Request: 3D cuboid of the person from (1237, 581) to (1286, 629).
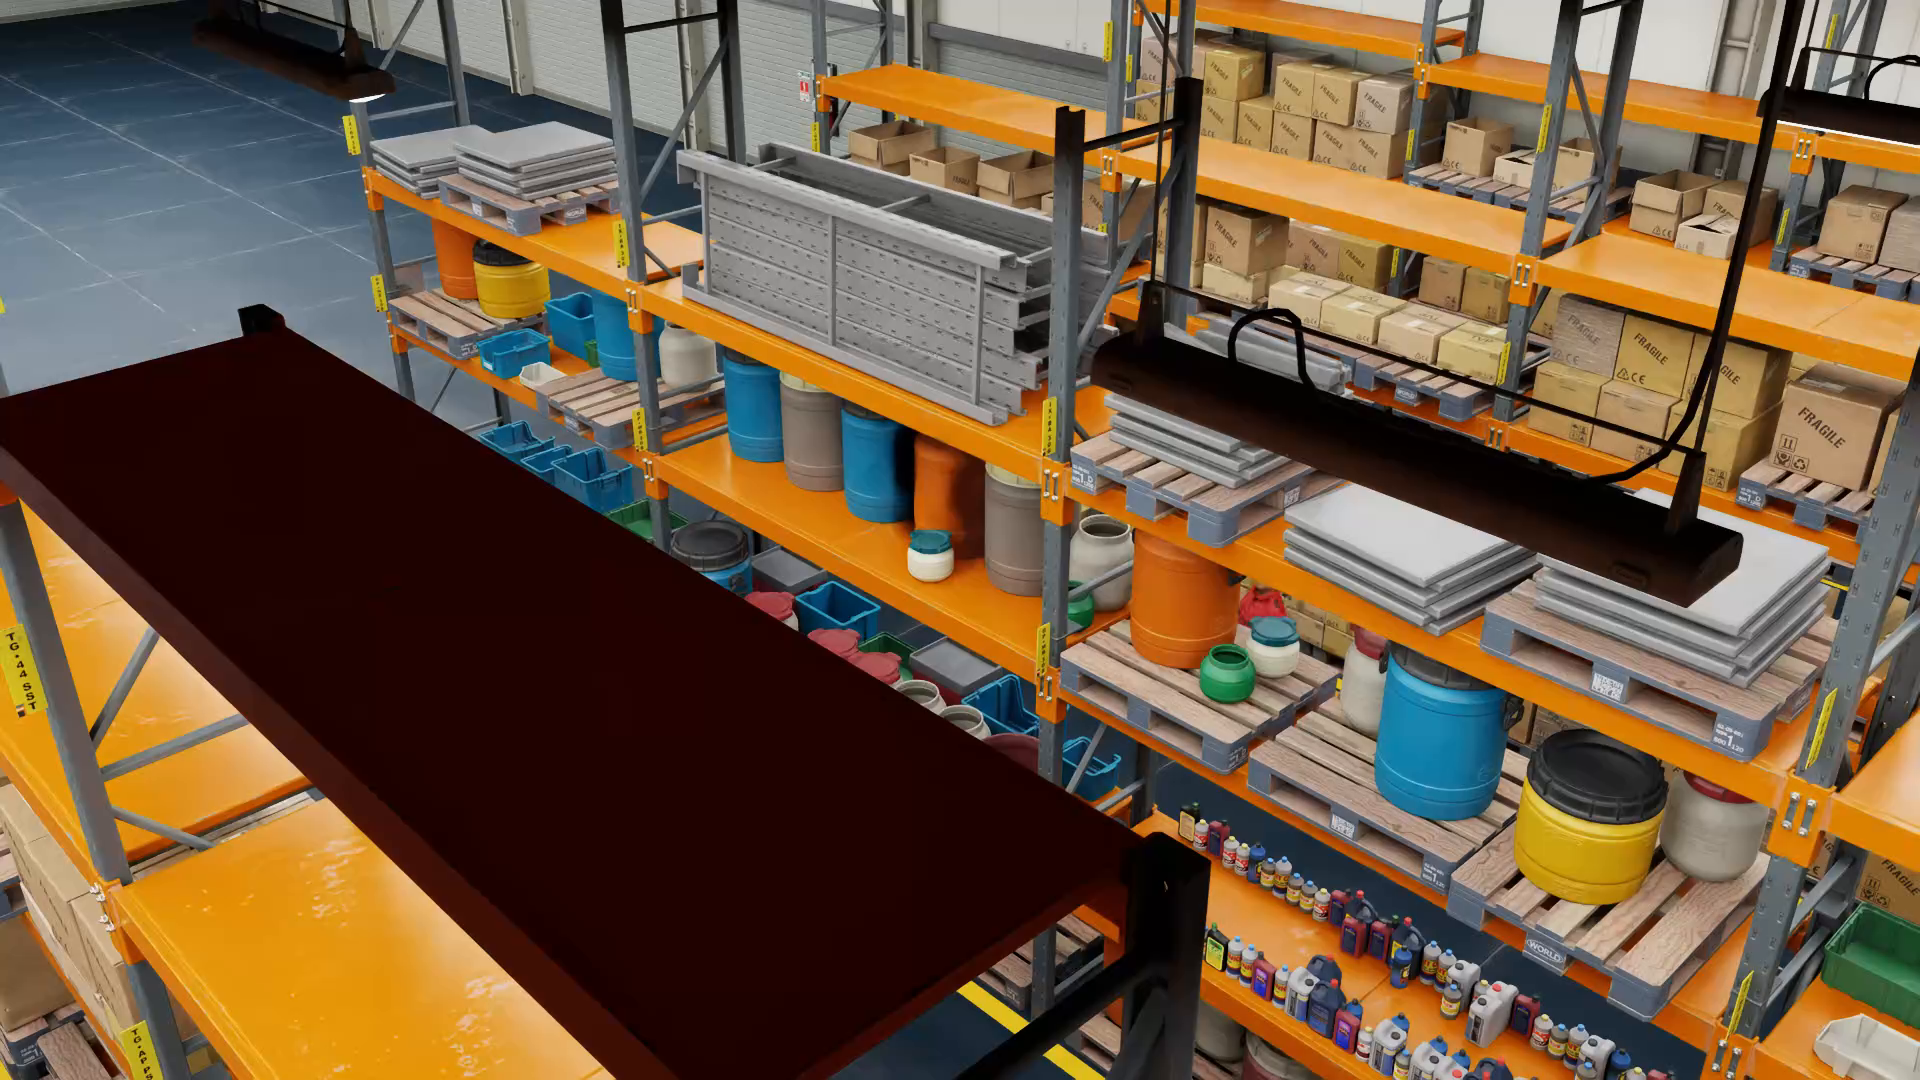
[{"bbox_3d":[2.302,0.930,13.316,0.748,1.737,0.600,6,29,10],"label":"person"}]
